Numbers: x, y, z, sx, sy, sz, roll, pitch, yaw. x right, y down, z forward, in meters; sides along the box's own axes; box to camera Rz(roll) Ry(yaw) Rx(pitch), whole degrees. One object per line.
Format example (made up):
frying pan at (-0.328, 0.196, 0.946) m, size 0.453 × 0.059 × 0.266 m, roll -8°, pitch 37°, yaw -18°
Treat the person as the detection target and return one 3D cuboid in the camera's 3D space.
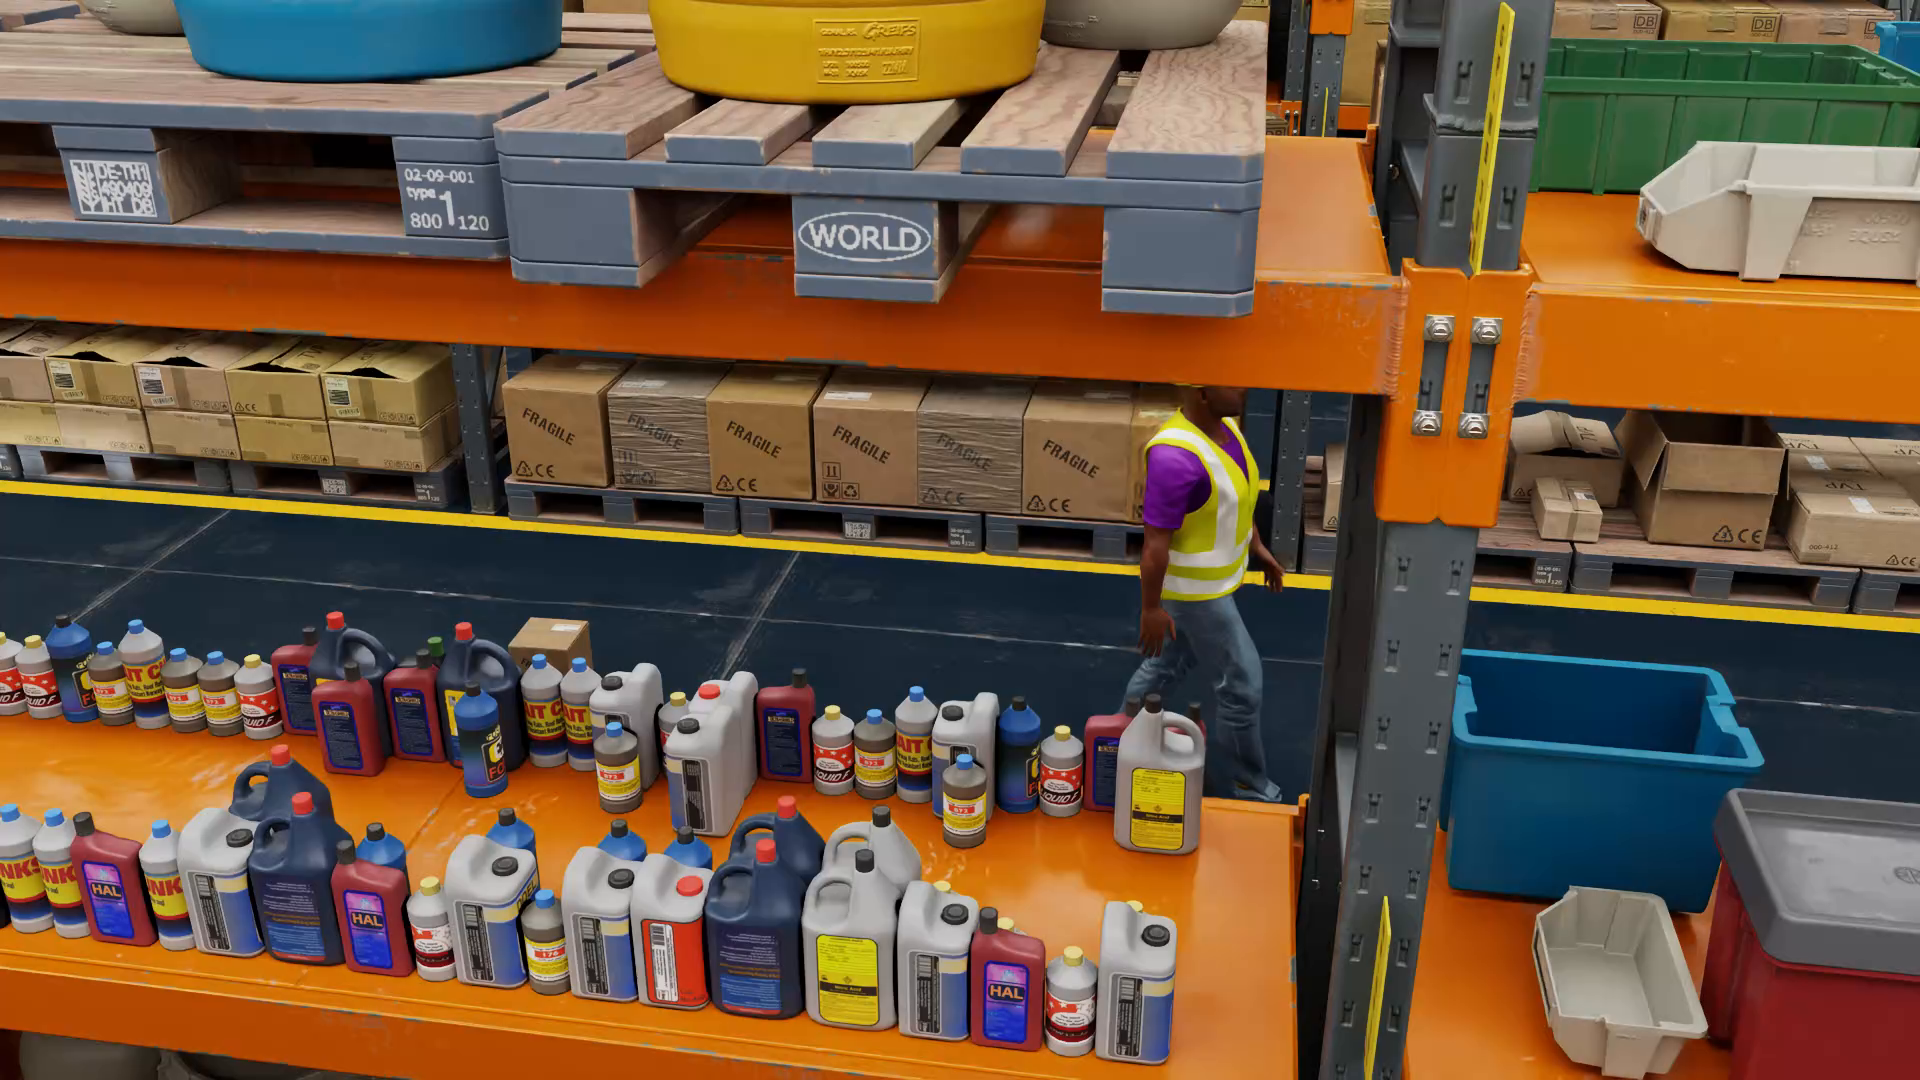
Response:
person at (0.911, 0.177, 5.743) m, size 0.817 × 1.745 × 0.614 m, roll 9°, pitch 26°, yaw 18°
